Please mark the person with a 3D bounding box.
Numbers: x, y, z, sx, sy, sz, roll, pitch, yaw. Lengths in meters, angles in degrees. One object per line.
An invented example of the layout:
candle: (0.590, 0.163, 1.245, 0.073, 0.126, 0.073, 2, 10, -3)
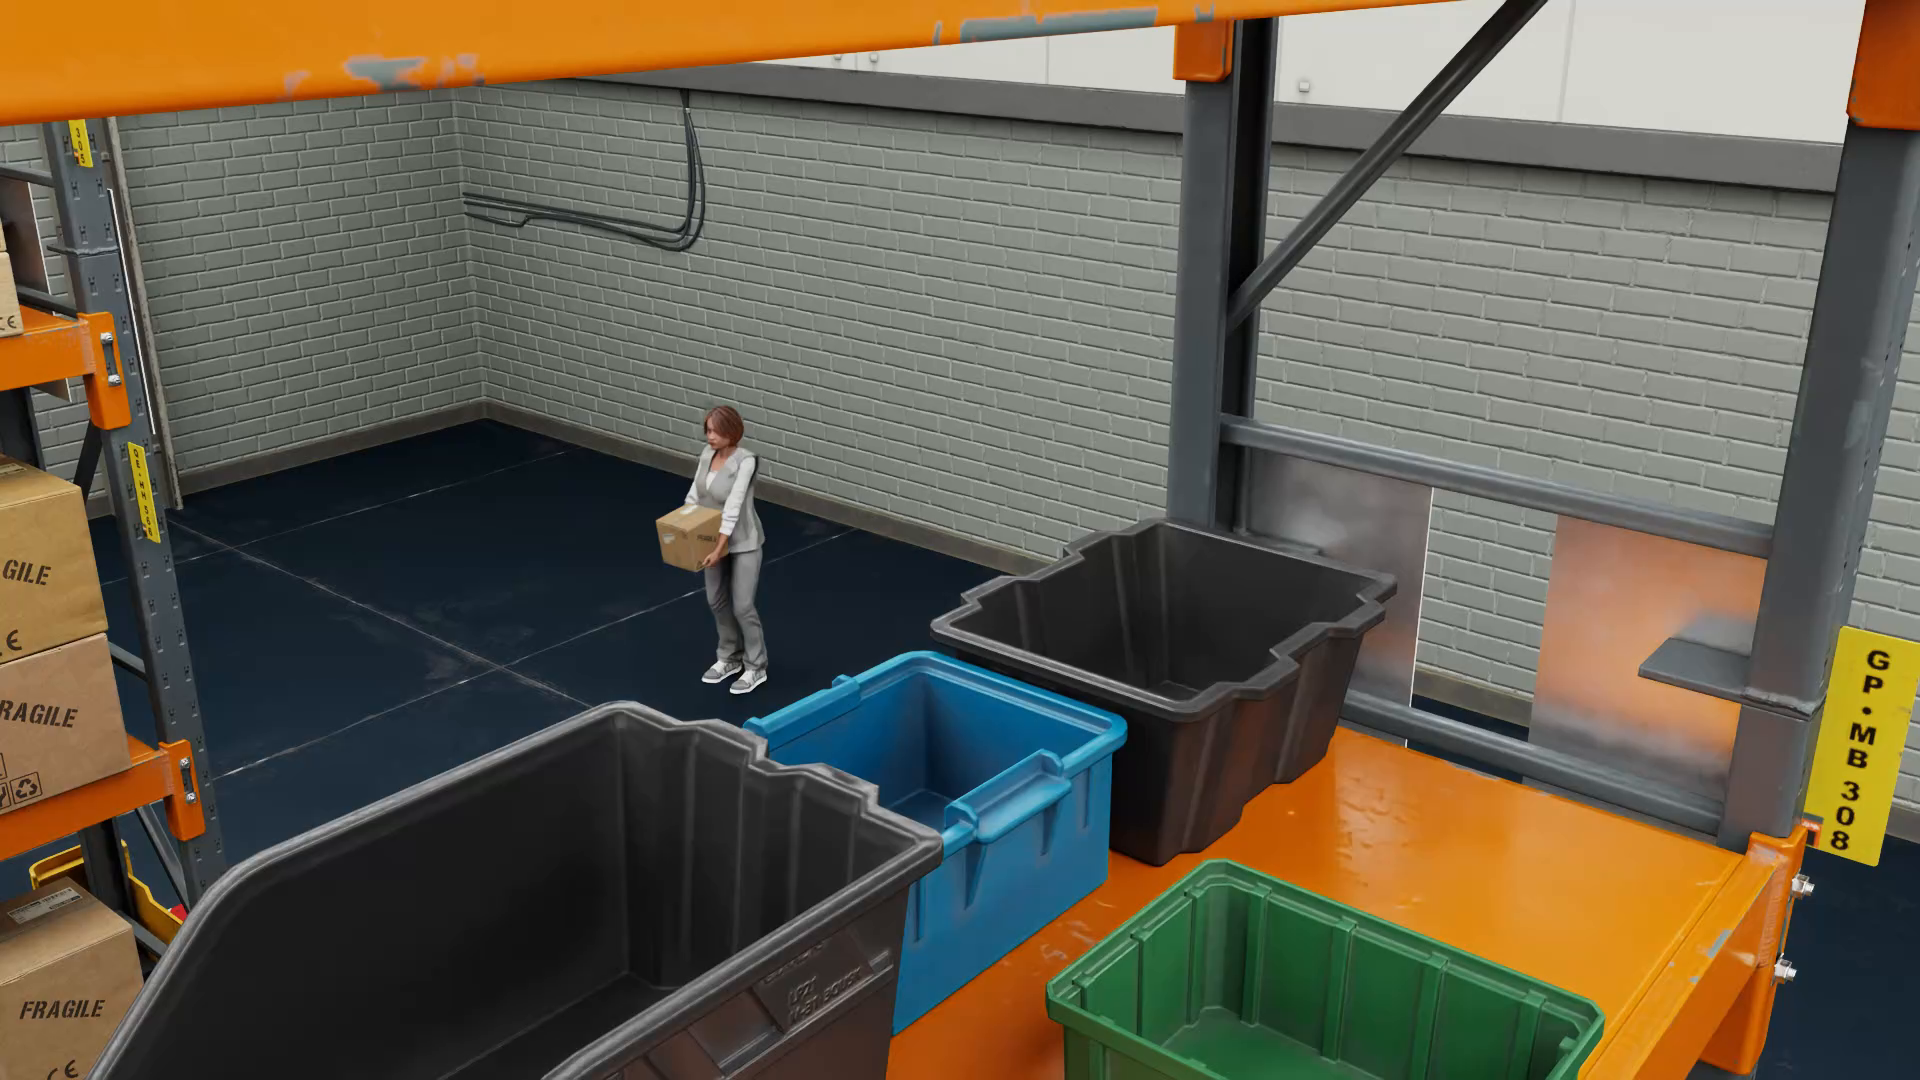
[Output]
person: (-1.284, 0.062, 8.934, 0.375, 1.598, 0.503, 15, 25, 36)
